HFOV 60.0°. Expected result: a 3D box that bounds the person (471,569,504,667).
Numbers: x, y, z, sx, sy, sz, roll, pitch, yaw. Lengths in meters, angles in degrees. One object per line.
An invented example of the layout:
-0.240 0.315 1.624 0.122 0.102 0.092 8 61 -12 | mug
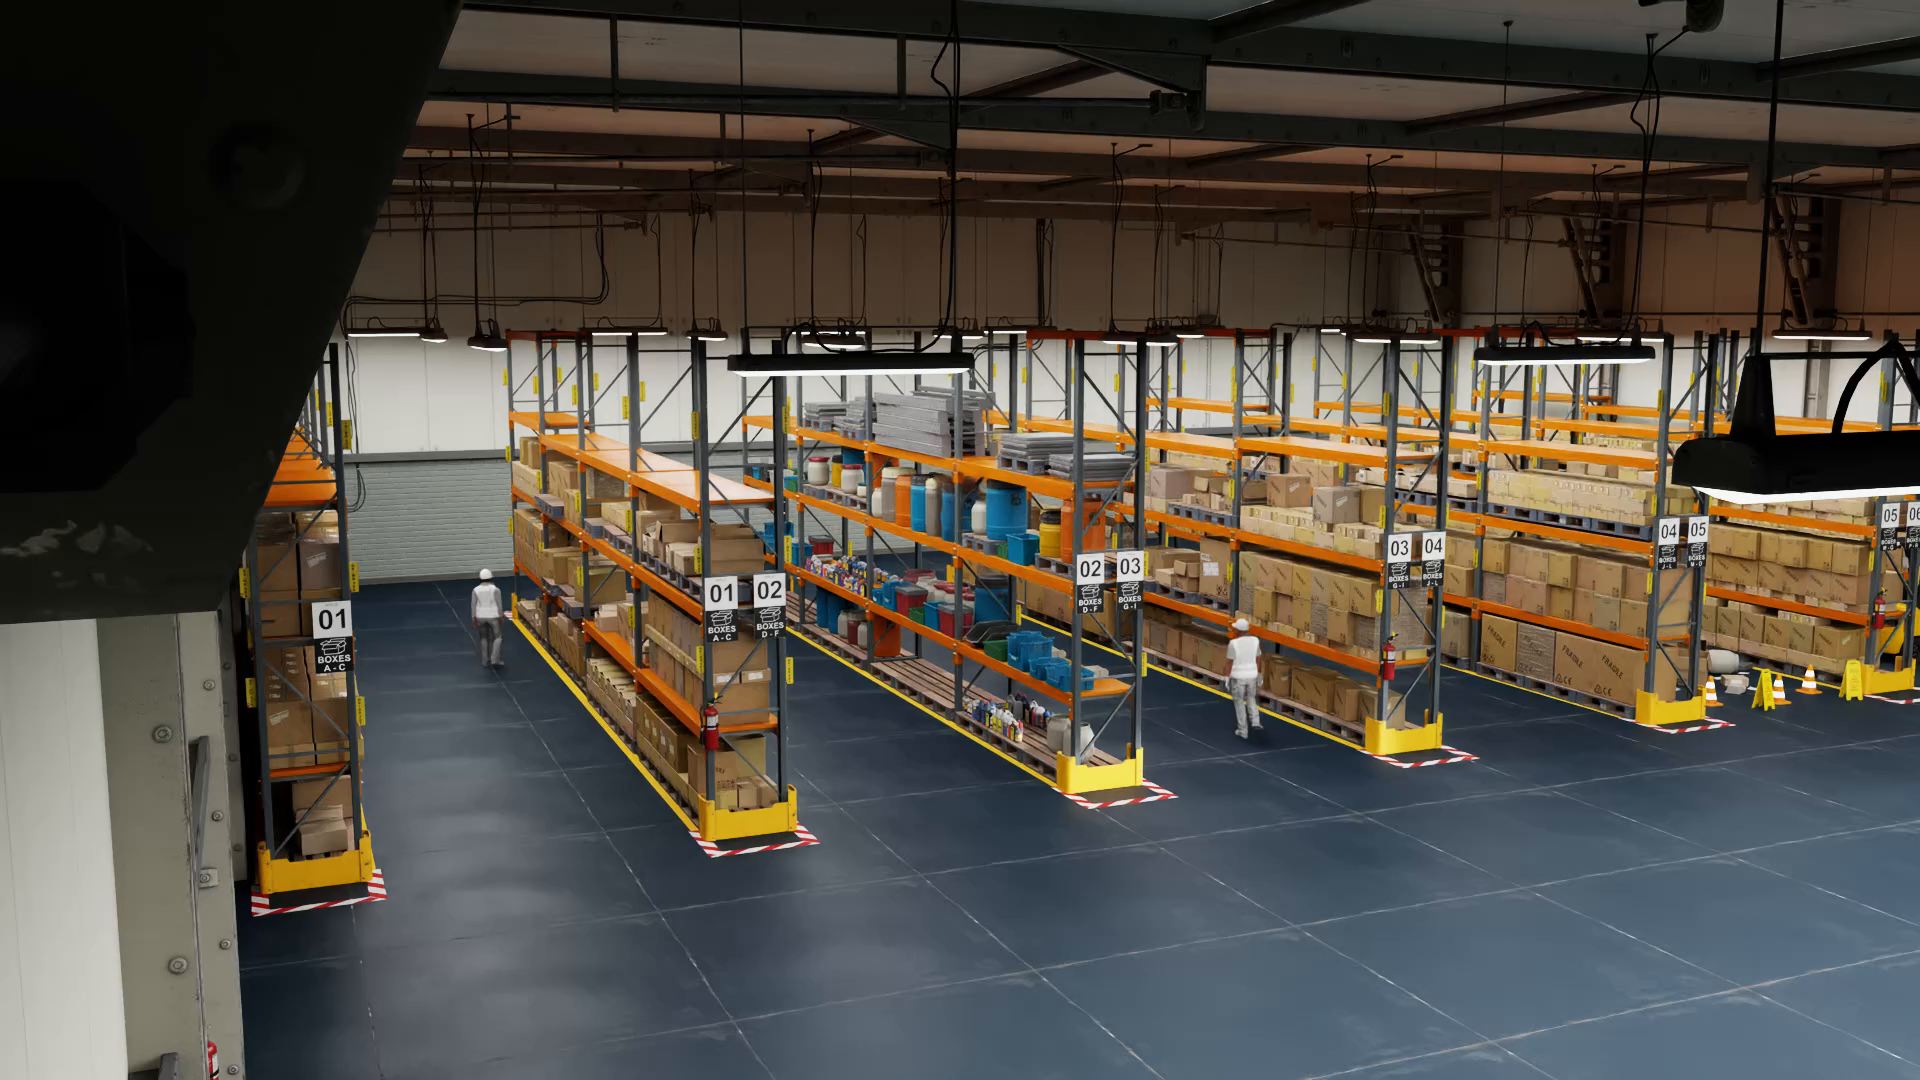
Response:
-8.491 1.402 29.879 0.570 1.773 0.502 0 8 0 | person

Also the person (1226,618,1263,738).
4.252 2.057 24.971 0.597 1.775 0.378 -2 8 -13 | person
